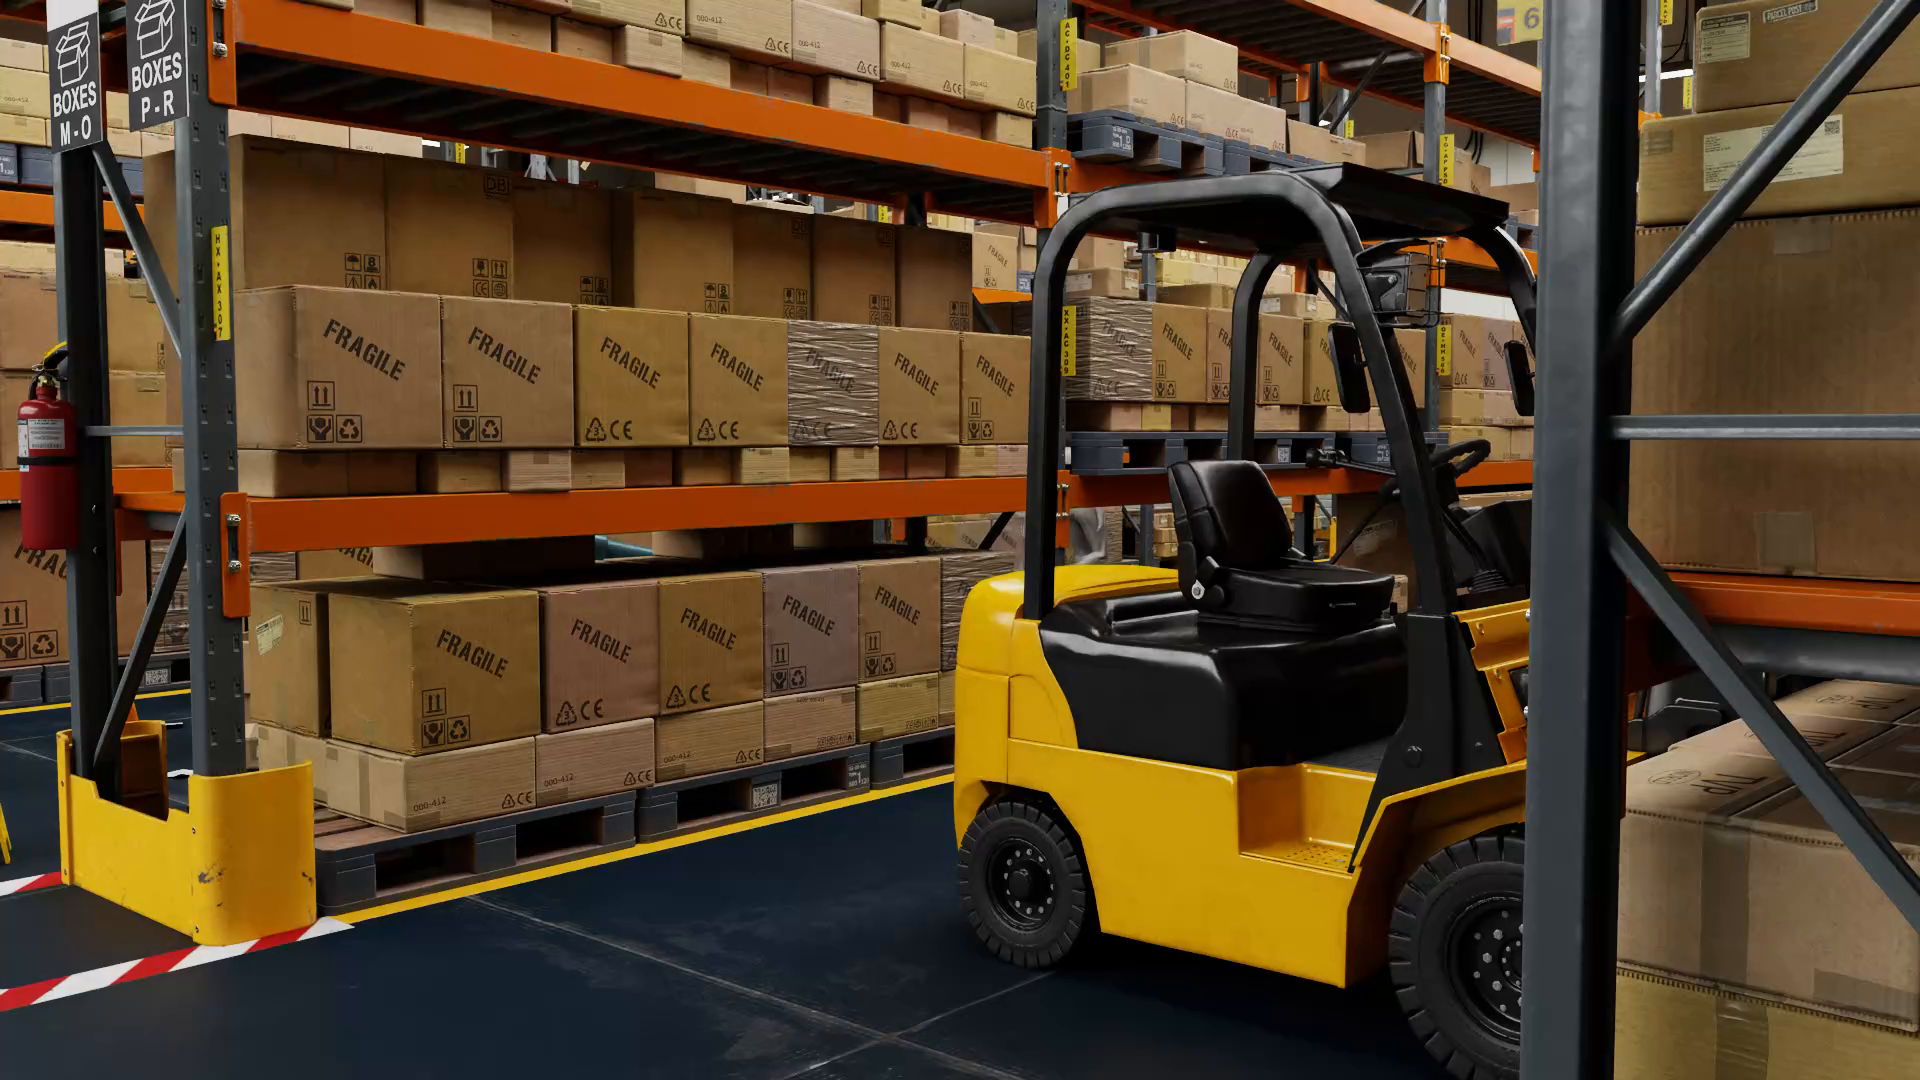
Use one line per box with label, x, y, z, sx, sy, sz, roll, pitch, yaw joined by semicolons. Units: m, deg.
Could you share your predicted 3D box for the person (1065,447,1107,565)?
person;0.988;-0.243;13.800;0.487;1.672;0.614;3;5;41
